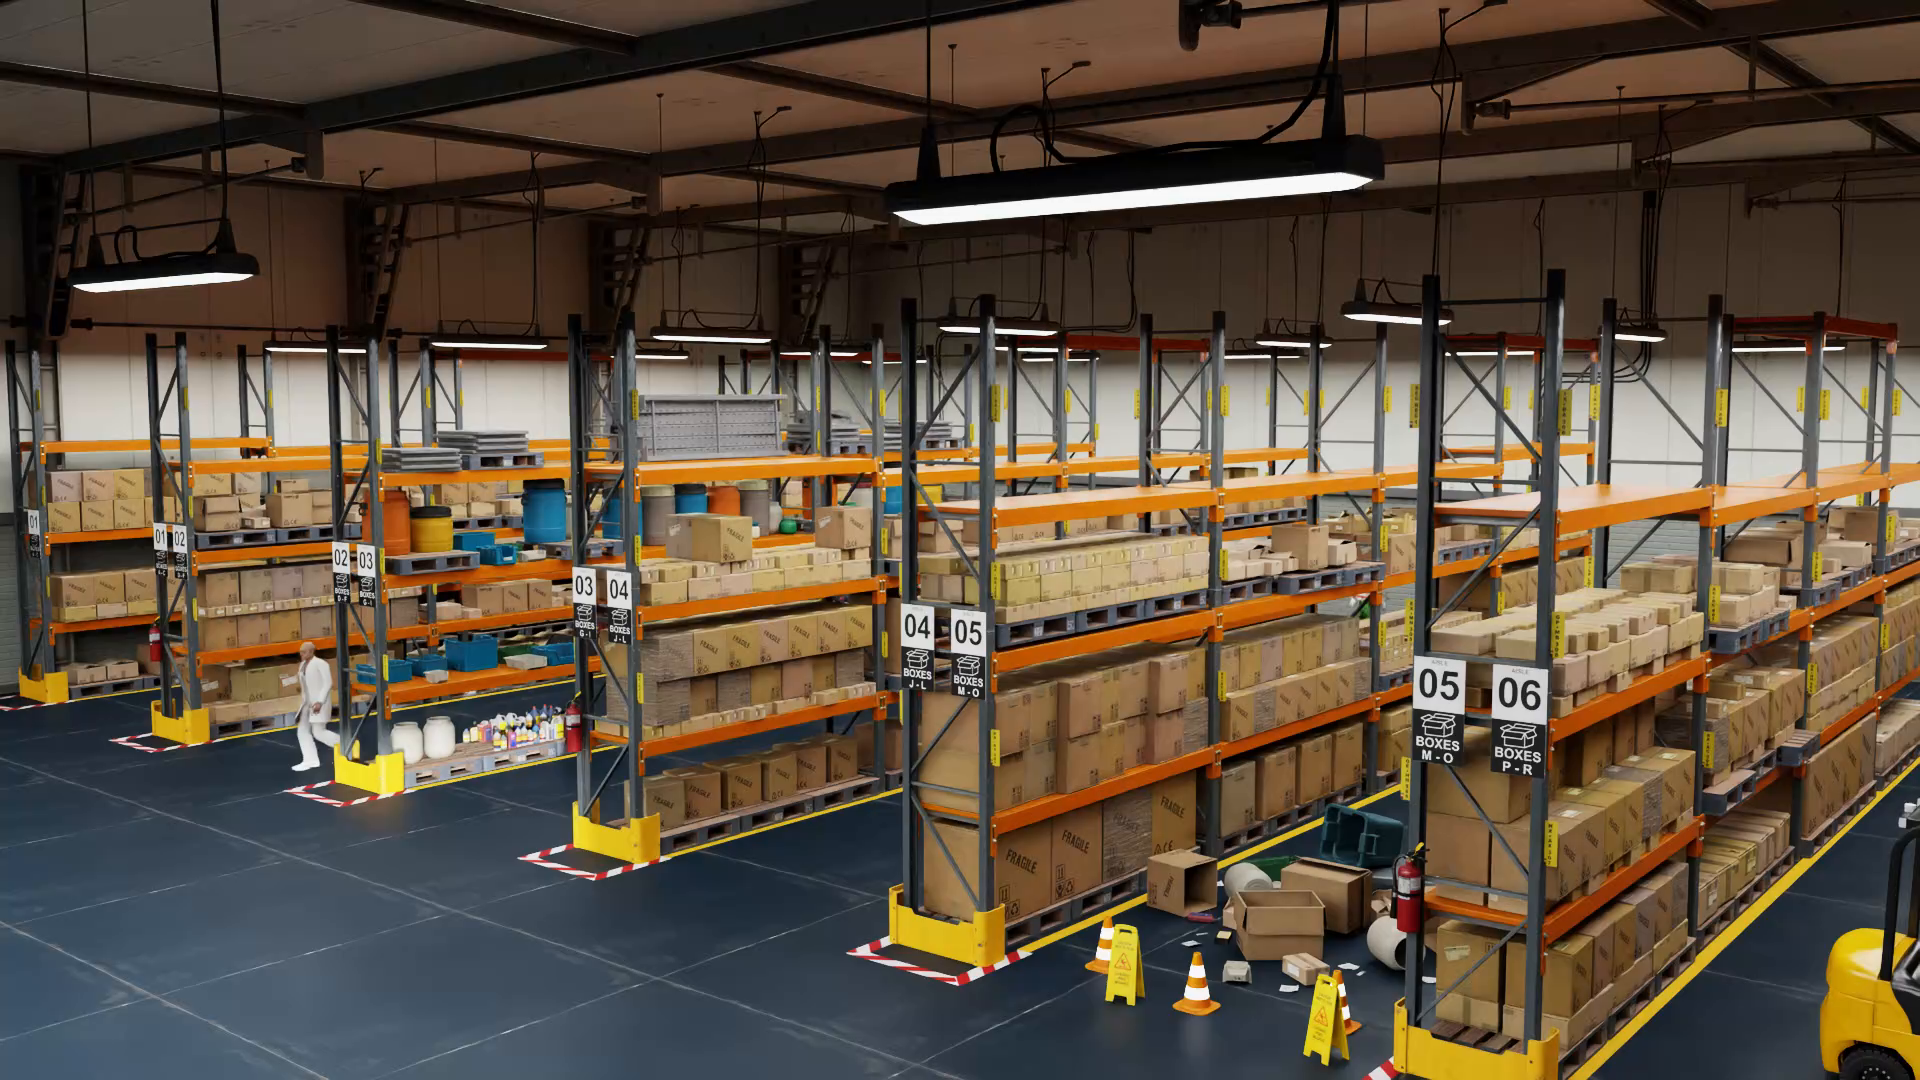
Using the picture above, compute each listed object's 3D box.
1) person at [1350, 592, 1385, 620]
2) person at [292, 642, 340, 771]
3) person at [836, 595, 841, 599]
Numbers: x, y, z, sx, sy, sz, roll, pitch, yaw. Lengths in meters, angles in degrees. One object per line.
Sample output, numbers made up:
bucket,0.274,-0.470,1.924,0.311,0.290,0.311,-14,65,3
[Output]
person,8.374,1.226,34.087,0.505,1.746,1.082,-4,6,-35
person,-8.775,2.249,22.787,0.673,1.765,0.740,3,6,34
person,-2.931,0.941,37.946,0.491,1.636,0.626,4,7,38
